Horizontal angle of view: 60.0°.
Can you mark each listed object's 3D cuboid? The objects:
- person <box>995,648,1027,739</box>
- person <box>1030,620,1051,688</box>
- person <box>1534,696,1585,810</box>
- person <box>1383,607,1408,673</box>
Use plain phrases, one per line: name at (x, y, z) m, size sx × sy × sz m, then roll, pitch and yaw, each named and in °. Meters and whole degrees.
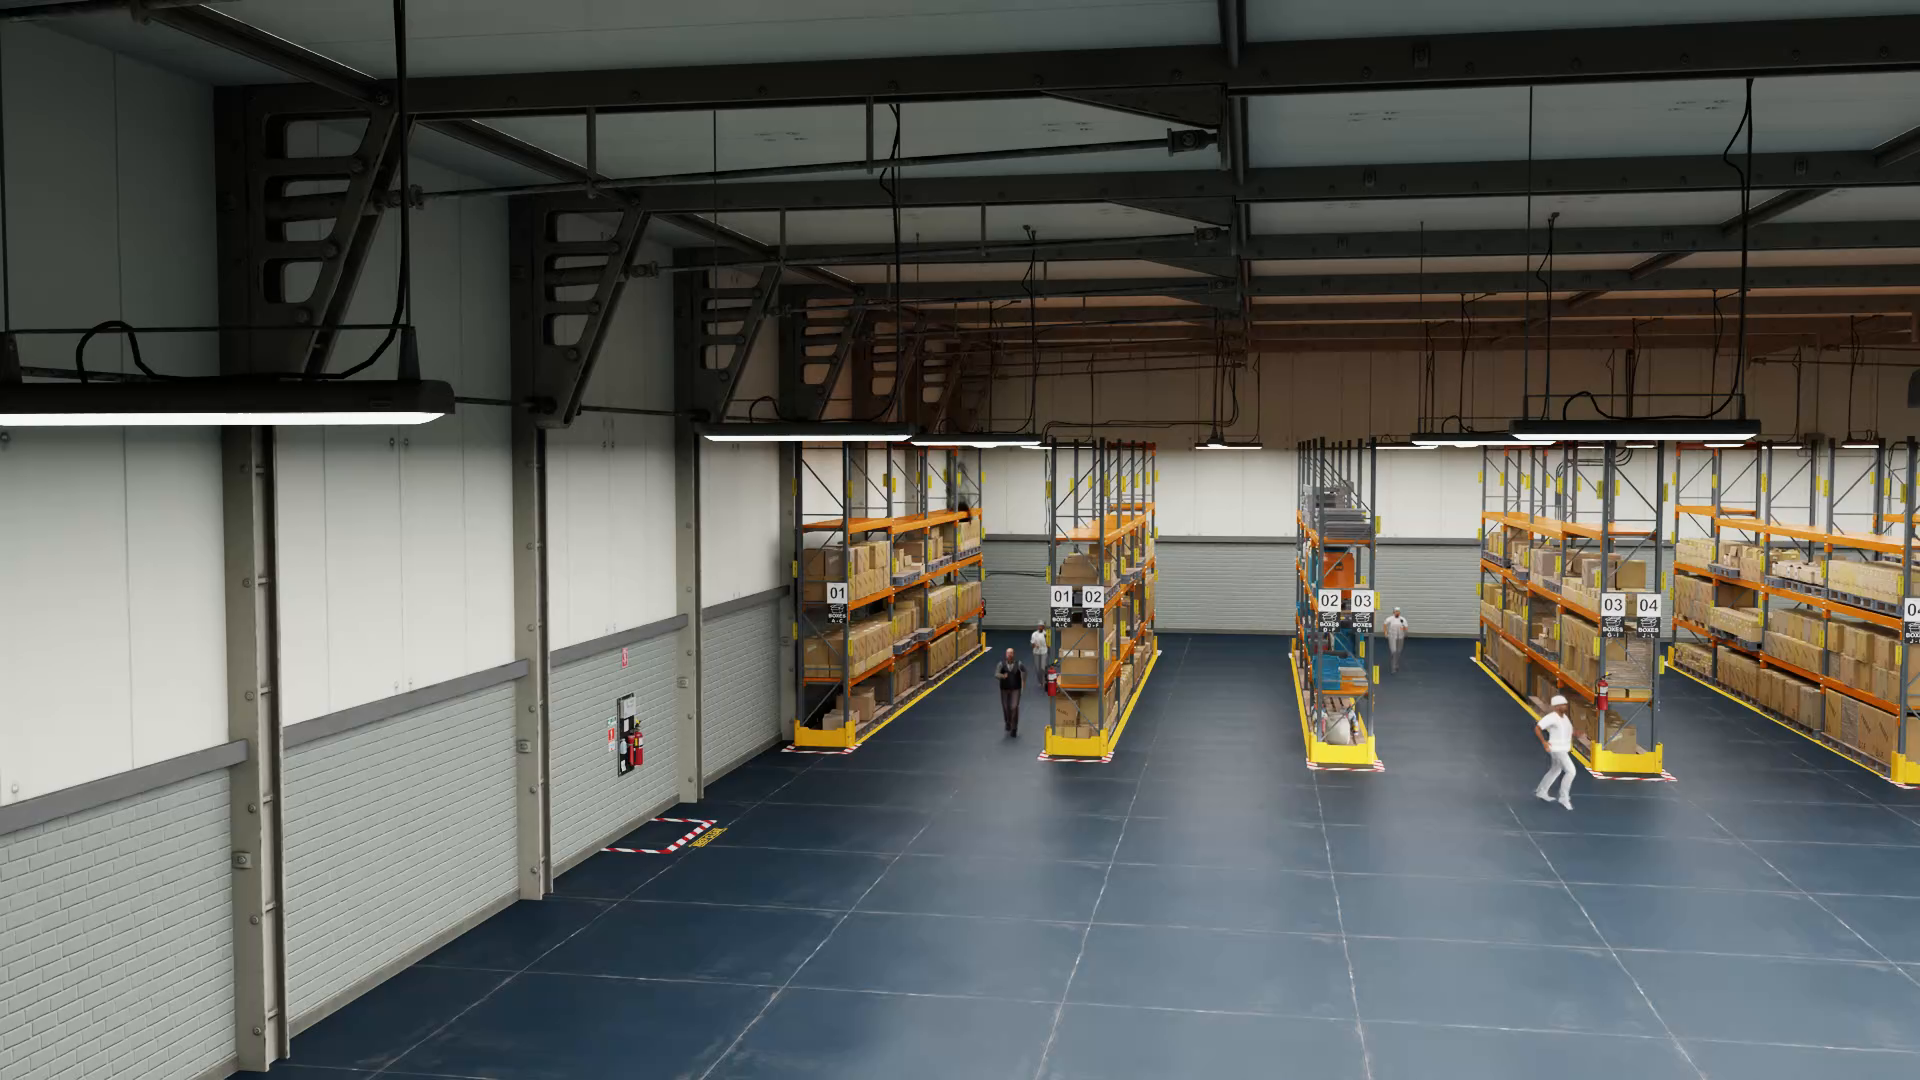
person at (1.022, 3.071, 33.631) m, size 0.635 × 1.767 × 0.840 m, roll 0°, pitch 3°, yaw 9°
person at (1.965, 2.758, 40.066) m, size 0.549 × 1.665 × 0.649 m, roll 1°, pitch 3°, yaw 12°
person at (9.660, 3.423, 26.811) m, size 0.770 × 1.833 × 0.671 m, roll 2°, pitch 4°, yaw 37°
person at (11.364, 2.612, 43.316) m, size 0.581 × 1.724 × 0.743 m, roll 0°, pitch 3°, yaw -1°
